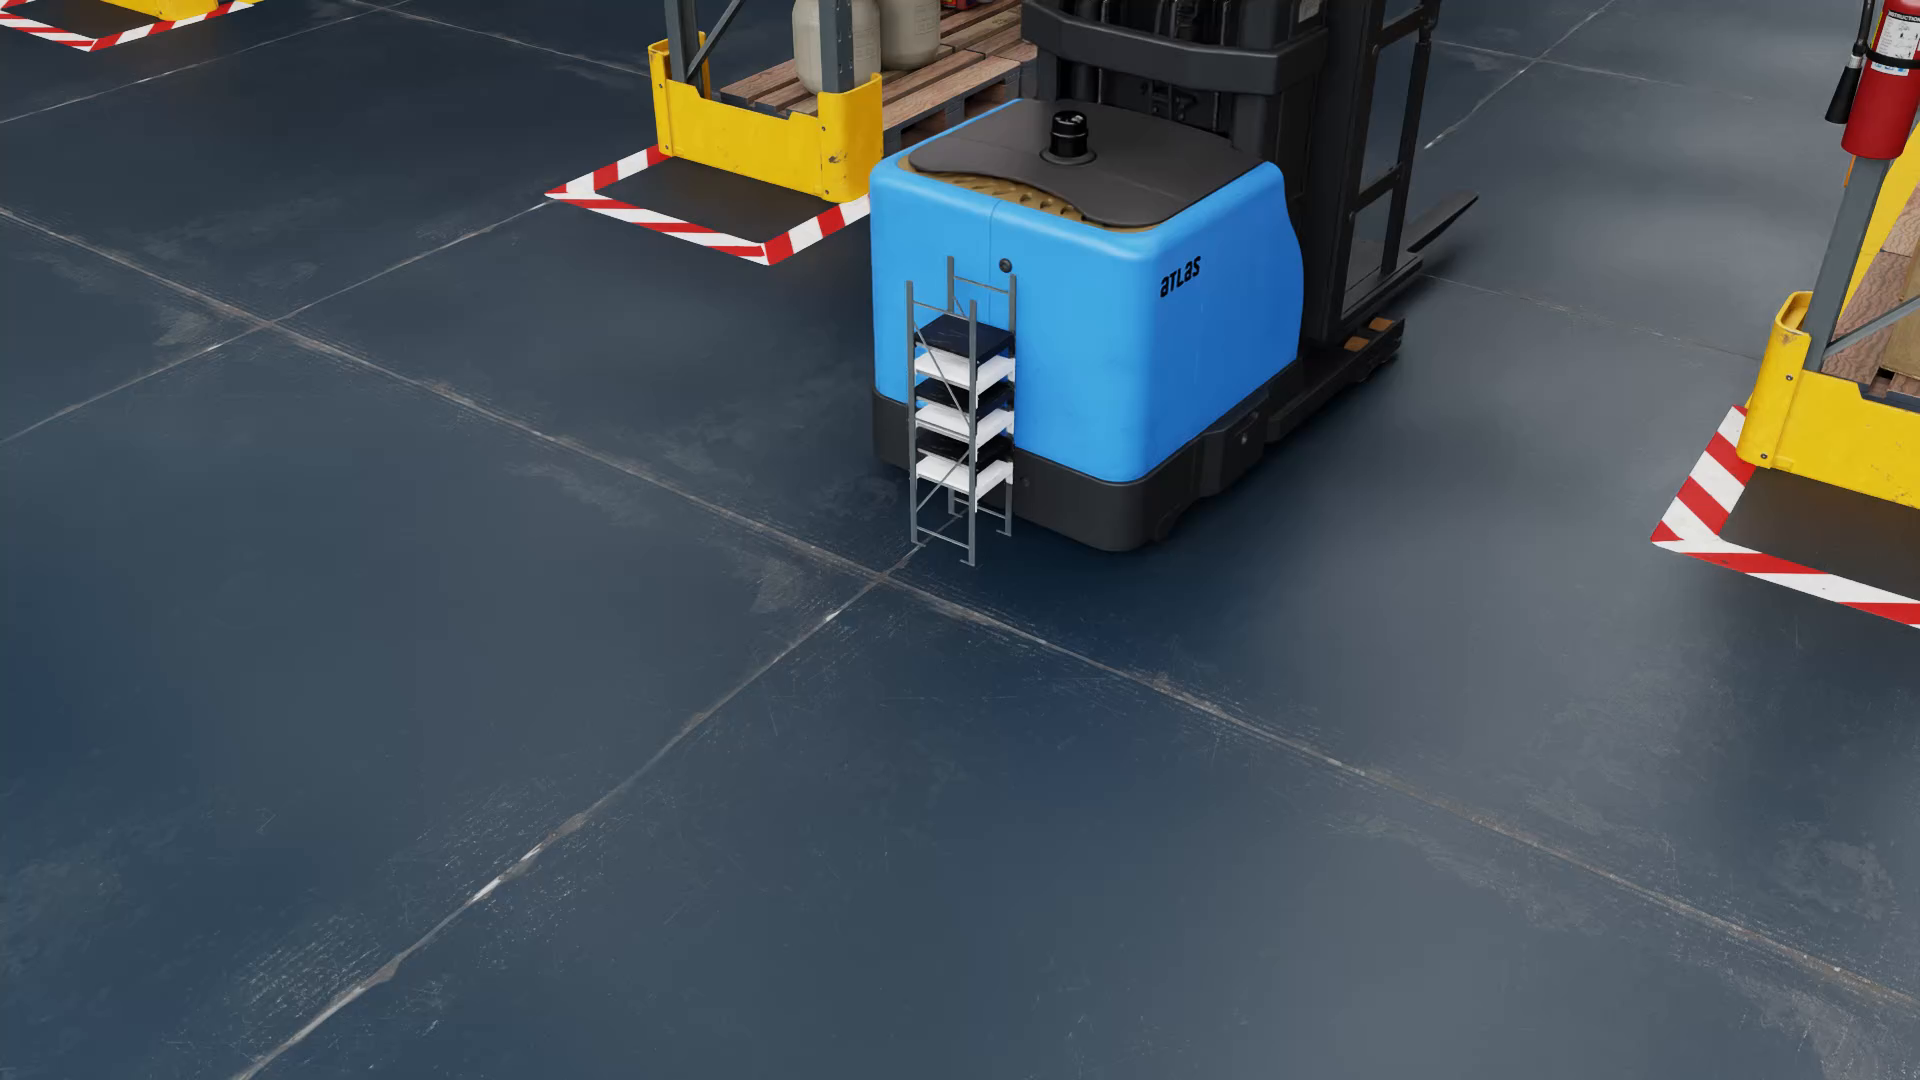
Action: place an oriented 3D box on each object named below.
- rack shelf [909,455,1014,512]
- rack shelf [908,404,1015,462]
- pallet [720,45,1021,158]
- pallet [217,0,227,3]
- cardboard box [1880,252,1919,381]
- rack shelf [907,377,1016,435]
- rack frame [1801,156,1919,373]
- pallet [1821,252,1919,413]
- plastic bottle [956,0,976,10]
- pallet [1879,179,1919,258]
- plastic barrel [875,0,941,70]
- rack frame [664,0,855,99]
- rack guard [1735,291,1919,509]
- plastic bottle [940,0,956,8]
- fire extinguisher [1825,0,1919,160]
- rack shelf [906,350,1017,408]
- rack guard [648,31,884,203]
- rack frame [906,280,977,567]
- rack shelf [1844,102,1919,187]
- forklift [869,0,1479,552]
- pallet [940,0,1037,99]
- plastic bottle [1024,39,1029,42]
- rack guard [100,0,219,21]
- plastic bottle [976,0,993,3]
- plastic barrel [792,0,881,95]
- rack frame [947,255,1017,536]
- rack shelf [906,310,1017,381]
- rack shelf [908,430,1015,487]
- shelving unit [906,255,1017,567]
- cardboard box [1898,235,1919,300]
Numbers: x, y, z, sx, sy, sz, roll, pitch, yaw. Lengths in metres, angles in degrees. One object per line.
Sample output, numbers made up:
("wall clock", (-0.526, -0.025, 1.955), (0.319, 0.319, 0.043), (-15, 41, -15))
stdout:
("rack shelf", (0.005, -0.200, 5.123), (0.258, 0.077, 0.200), (21, 39, 28))
("rack shelf", (0.005, -0.349, 5.022), (0.258, 0.077, 0.200), (21, 39, 28))
("pallet", (-0.434, -2.229, 8.358), (1.003, 0.211, 1.213), (21, 39, 28))
("pallet", (-4.572, -3.756, 10.616), (1.003, 0.211, 1.213), (21, 39, 28))
("cardboard box", (3.532, -0.801, 5.613), (0.500, 0.500, 0.500), (-29, 43, -35))
("rack shelf", (0.005, -0.423, 4.972), (0.258, 0.077, 0.200), (21, 39, 28))
("rack frame", (3.162, -1.380, 4.613), (1.000, 3.000, 0.127), (21, 39, 28))
("pallet", (3.698, -0.623, 5.982), (1.003, 0.211, 1.213), (21, 39, 28))
("plastic bottle", (0.034, -3.078, 9.156), (0.061, 0.283, 0.133), (21, 39, 28))
("pallet", (4.394, -1.182, 6.809), (1.003, 0.211, 1.213), (21, 39, 28))
("plastic barrel", (-0.308, -2.664, 8.357), (0.421, 0.512, 0.421), (0, 34, 0))
("rack frame", (-0.907, -2.962, 6.953), (1.000, 3.000, 0.127), (21, 39, 28))
("rack guard", (3.206, -0.380, 5.365), (1.175, 0.500, 0.348), (21, 39, 28))
("plastic bottle", (-0.053, -3.109, 9.208), (0.152, 0.276, 0.135), (22, 40, 29))
("fire extinguisher", (2.718, -1.443, 4.775), (0.296, 0.674, 0.183), (21, 39, 28))
("rack shelf", (0.005, -0.498, 4.921), (0.258, 0.077, 0.200), (21, 39, 28))
("rack guard", (-0.902, -1.977, 7.727), (1.175, 0.500, 0.348), (21, 39, 28))
("rack frame", (-0.053, -0.330, 4.934), (0.240, 0.900, 0.006), (21, 39, 28))
("rack shelf", (4.303, -2.003, 6.176), (1.077, 0.370, 4.000), (21, 39, 28))
("forklift", (1.006, -1.945, 5.510), (1.130, 2.935, 3.031), (23, 40, 30))
("pallet", (0.262, -2.788, 9.185), (1.003, 0.211, 1.213), (21, 39, 28))
("plastic bottle", (0.383, -2.749, 8.680), (0.097, 0.271, 0.097), (0, 34, 0))
("rack guard", (-4.987, -3.500, 9.979), (1.175, 0.500, 0.348), (21, 39, 28))
("plastic bottle", (0.139, -3.110, 9.277), (0.097, 0.201, 0.097), (0, 34, 0))
("plastic barrel", (-0.594, -2.433, 8.016), (0.421, 0.512, 0.421), (0, 34, 0))
("rack frame", (0.063, -0.423, 5.073), (0.240, 0.900, 0.006), (21, 39, 28))
("rack shelf", (0.005, -0.573, 4.871), (0.258, 0.077, 0.200), (21, 39, 28))
("rack shelf", (0.005, -0.274, 5.073), (0.258, 0.077, 0.200), (21, 39, 28))
("shelving unit", (0.005, -0.376, 5.003), (0.258, 0.900, 0.210), (21, 39, 28))
("cardboard box", (3.845, -1.087, 6.036), (0.500, 0.500, 0.500), (-25, 41, -32))
